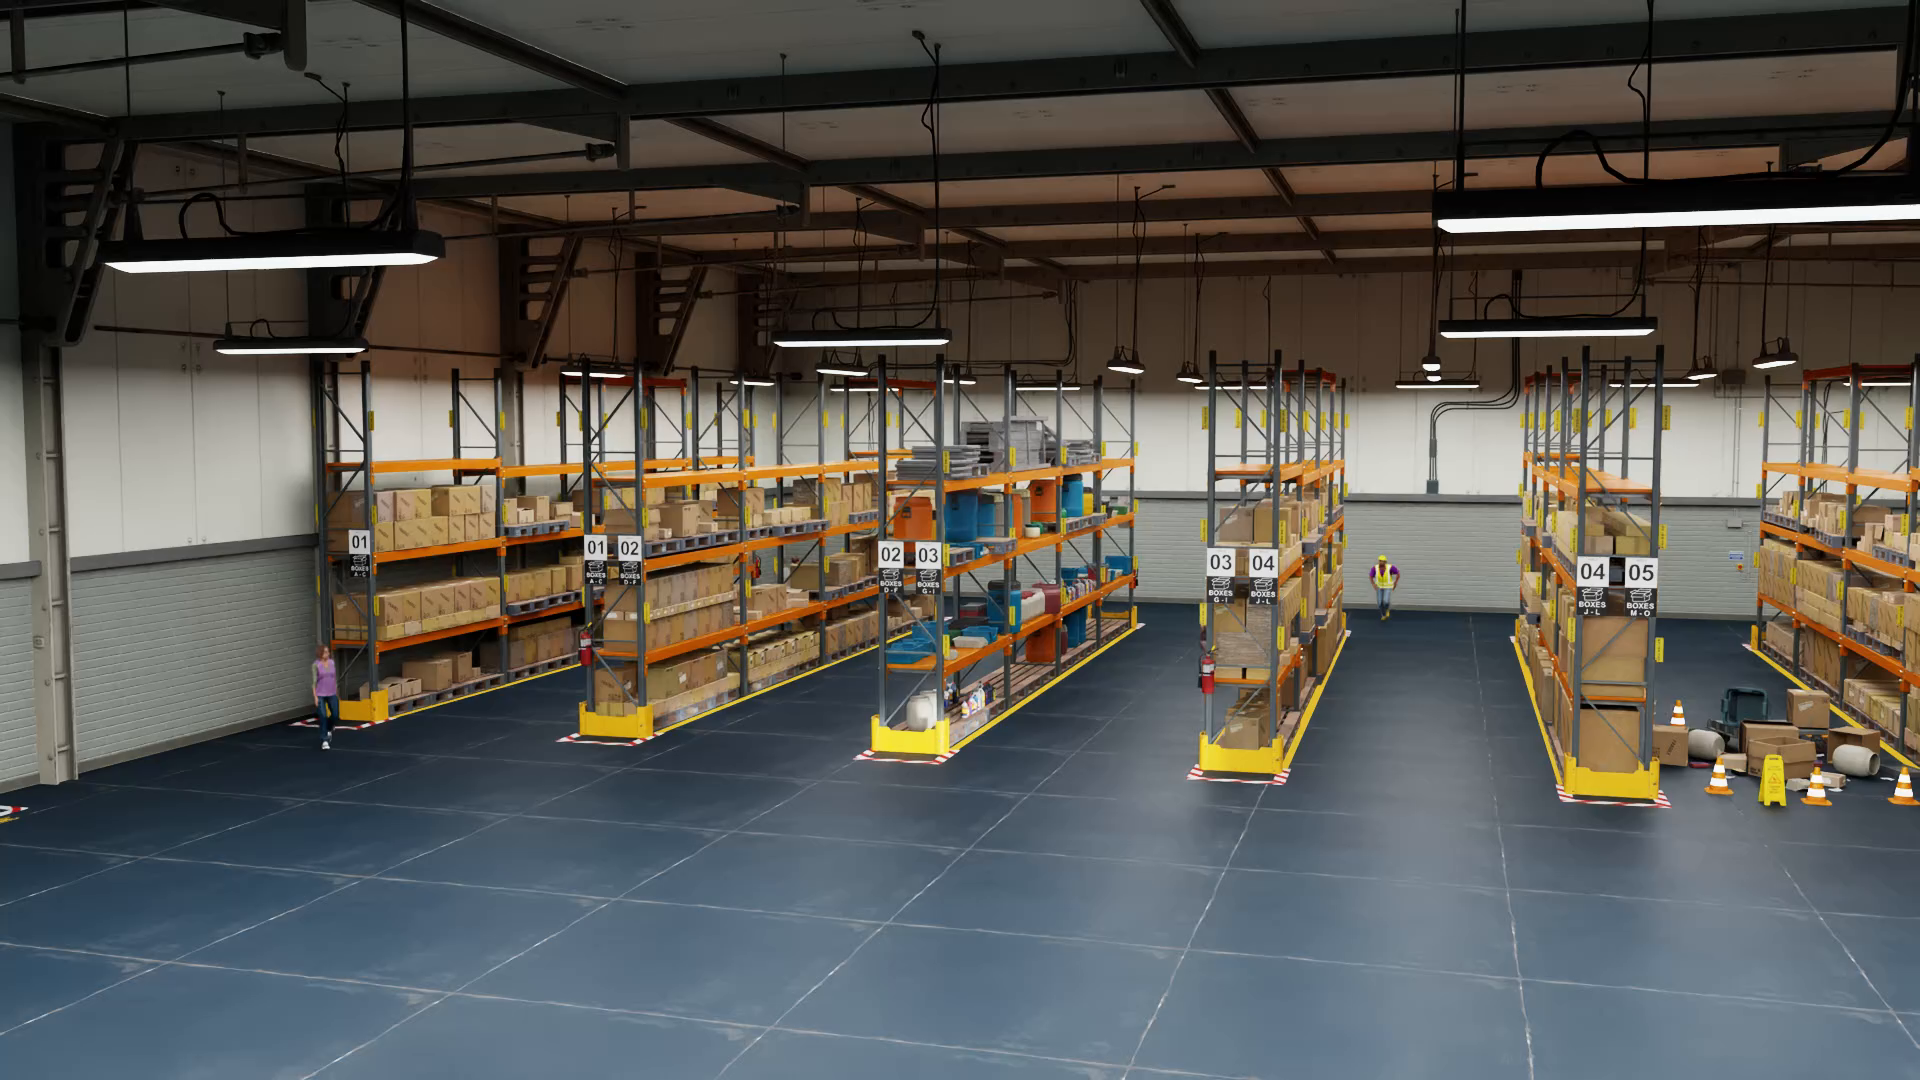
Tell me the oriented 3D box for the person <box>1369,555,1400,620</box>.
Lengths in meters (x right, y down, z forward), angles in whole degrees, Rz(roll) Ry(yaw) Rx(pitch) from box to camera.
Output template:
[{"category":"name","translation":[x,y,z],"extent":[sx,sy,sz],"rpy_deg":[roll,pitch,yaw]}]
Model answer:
[{"category":"person","translation":[10.634,1.196,41.658],"extent":[0.740,1.664,0.707],"rpy_deg":[2,4,24]}]

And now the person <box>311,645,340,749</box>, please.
[{"category":"person","translation":[-9.723,2.425,25.424],"extent":[0.405,1.487,0.519],"rpy_deg":[-3,5,-35]}]

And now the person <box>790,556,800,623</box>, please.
[{"category":"person","translation":[-4.108,1.234,41.082],"extent":[0.474,1.671,0.474],"rpy_deg":[-2,4,-22]}]

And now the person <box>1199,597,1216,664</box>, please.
[{"category":"person","translation":[5.177,1.723,33.882],"extent":[0.573,1.722,0.457],"rpy_deg":[-2,4,-21]}]
